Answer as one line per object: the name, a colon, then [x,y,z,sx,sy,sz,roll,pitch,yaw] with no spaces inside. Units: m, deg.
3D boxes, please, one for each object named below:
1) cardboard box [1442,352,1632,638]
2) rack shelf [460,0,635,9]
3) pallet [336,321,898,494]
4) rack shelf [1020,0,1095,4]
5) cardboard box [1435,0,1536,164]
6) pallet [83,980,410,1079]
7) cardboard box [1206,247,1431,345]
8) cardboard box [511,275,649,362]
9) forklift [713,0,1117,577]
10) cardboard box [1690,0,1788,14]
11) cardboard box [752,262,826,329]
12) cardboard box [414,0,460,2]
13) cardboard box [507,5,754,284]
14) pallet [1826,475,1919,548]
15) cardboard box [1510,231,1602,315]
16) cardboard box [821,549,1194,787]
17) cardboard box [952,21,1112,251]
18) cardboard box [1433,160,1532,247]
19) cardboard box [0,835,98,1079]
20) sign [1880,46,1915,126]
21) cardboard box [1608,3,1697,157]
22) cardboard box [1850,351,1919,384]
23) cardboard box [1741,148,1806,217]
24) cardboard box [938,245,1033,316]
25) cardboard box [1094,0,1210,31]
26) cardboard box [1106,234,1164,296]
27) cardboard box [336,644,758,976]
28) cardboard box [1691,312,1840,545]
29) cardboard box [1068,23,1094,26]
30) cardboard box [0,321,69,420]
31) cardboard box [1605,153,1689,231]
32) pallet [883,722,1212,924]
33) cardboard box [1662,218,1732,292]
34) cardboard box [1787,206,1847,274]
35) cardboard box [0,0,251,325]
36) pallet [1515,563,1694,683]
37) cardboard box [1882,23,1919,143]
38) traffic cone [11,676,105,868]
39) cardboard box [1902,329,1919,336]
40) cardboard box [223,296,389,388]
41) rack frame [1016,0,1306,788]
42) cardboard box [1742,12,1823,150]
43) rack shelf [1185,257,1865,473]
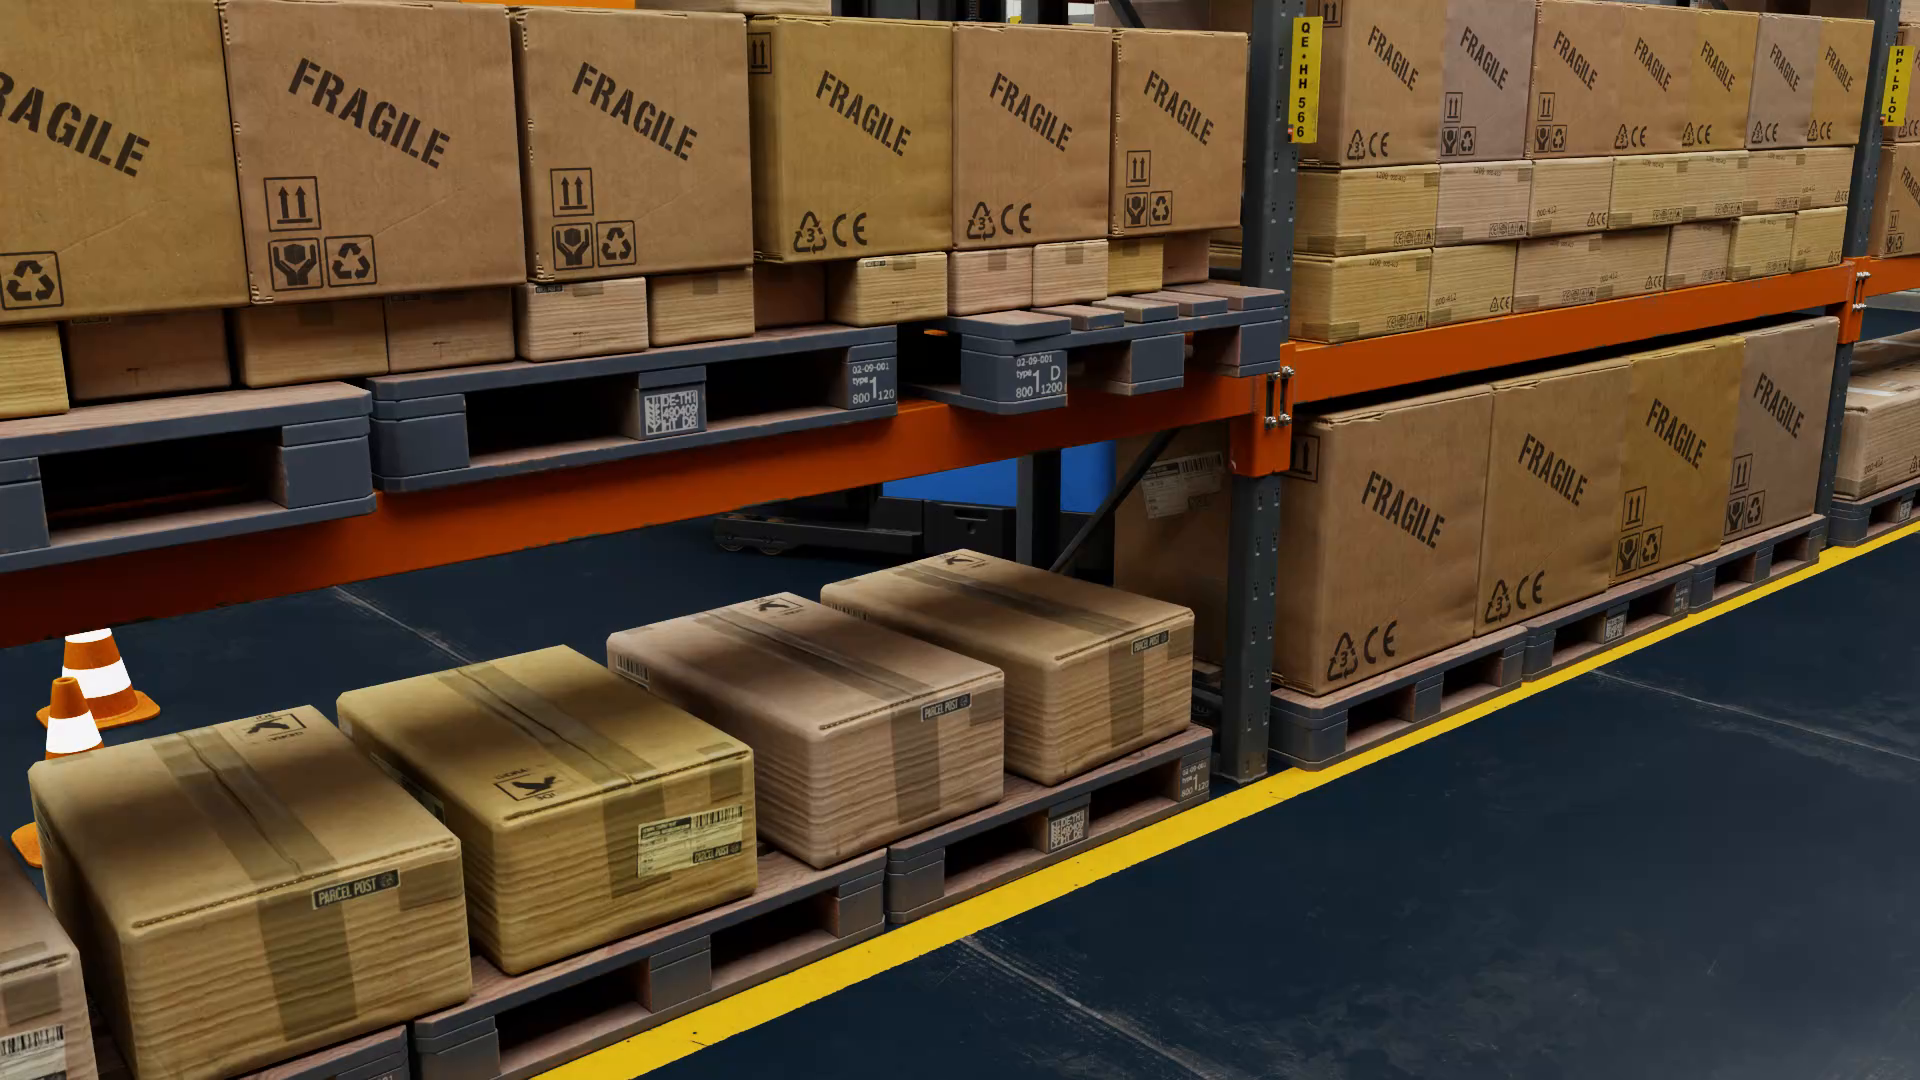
cardboard box: [1.810,-0.243,6.151,0.875,0.875,0.875,-12,19,-39]
rack shelf: [-4.437,-4.185,13.188,4.000,0.370,1.077,-13,19,-39]
pallet: [-0.907,-0.380,3.730,1.213,0.211,1.003,-13,19,-39]
rack shelf: [1.760,-3.880,12.046,4.000,0.370,1.077,-13,19,-39]
cardboard box: [1.460,-1.469,5.305,0.500,0.500,0.500,-13,19,-39]
pallet: [-1.872,1.077,3.309,1.213,0.211,1.003,-13,19,-39]
cardboard box: [1.094,-0.777,5.137,0.500,0.250,0.500,-13,20,-40]
cardboard box: [-0.832,-0.467,3.359,0.250,0.149,0.380,-12,19,-37]
forklift: [-0.595,-1.470,7.573,3.031,2.935,1.130,5,16,19]
cardboard box: [3.600,-2.452,7.729,0.250,0.149,0.380,-13,20,-40]
cardboard box: [-0.515,-0.576,3.769,0.250,0.149,0.380,-12,19,-39]
cardboard box: [-1.119,-1.061,3.070,0.250,0.149,0.380,-11,19,-36]
cardboard box: [-0.776,-0.812,3.392,0.500,0.500,0.500,-14,20,-42]
pallet: [4.202,-0.260,8.313,1.213,0.211,1.003,-13,19,-39]
cardboard box: [1.869,-0.955,5.804,0.500,0.250,0.500,-12,19,-38]
cardboard box: [0.126,0.345,4.925,0.625,0.372,0.950,-14,21,-43]
cardboard box: [0.016,-0.990,4.059,0.500,0.500,0.500,-13,20,-40]
cardboard box: [1.494,-1.110,5.414,0.500,0.250,0.500,-12,19,-38]
cardboard box: [-2.064,0.839,3.074,0.625,0.372,0.950,-12,19,-39]
sign: [3.940,-1.910,6.999,0.005,0.325,0.100,-13,19,-39]
cardboard box: [2.243,-1.638,5.940,0.500,0.500,0.500,-12,19,-38]
cardboard box: [4.796,-0.696,8.692,0.875,0.438,0.875,-13,20,-41]
cardboard box: [3.032,-1.454,6.703,0.500,0.250,0.500,-12,19,-38]
cardboard box: [-0.044,-0.644,4.021,0.250,0.149,0.380,-14,20,-42]
cardboard box: [0.778,-1.486,5.368,0.500,0.500,0.500,-13,20,-41]
cardboard box: [0.312,-0.736,4.367,0.250,0.149,0.380,-12,19,-39]
cardboard box: [-1.001,0.599,3.974,0.625,0.372,0.950,-12,19,-38]
cardboard box: [3.162,-0.549,7.296,0.875,0.875,0.875,-12,19,-38]
cardboard box: [0.751,-3.144,11.000,0.500,0.500,0.500,-12,19,-38]
cardboard box: [-1.640,-0.292,2.705,0.250,0.149,0.380,-12,19,-38]
cardboard box: [2.270,-1.275,6.033,0.500,0.250,0.500,-12,19,-38]
pallet: [-0.031,0.664,4.856,1.213,0.211,1.003,-13,19,-39]
cardboard box: [2.626,-1.128,6.451,0.500,0.250,0.500,-13,20,-41]
cardboard box: [3.404,-1.296,7.079,0.500,0.250,0.500,-13,20,-41]
cardboard box: [-1.539,-0.641,2.755,0.500,0.500,0.500,-13,19,-39]
pallet: [2.123,0.207,6.566,1.213,0.211,1.003,-13,19,-39]
cardboard box: [4.095,-2.058,7.511,0.500,0.500,0.500,-12,19,-39]
traffic cone: [-2.442,0.605,4.588,0.334,0.463,0.336,-13,19,-39]
cardboard box: [6.162,-1.005,9.850,0.875,0.438,0.875,-14,20,-41]
cardboard box: [-1.255,-0.391,3.073,0.250,0.149,0.380,-12,19,-39]
rack frame: [0.559,-0.816,4.991,0.127,3.000,1.000,-13,19,-39]
cardboard box: [3.019,-1.811,6.586,0.500,0.500,0.500,-12,19,-38]
rack shelf: [2.068,-0.807,6.352,4.000,0.370,1.077,-13,19,-39]
